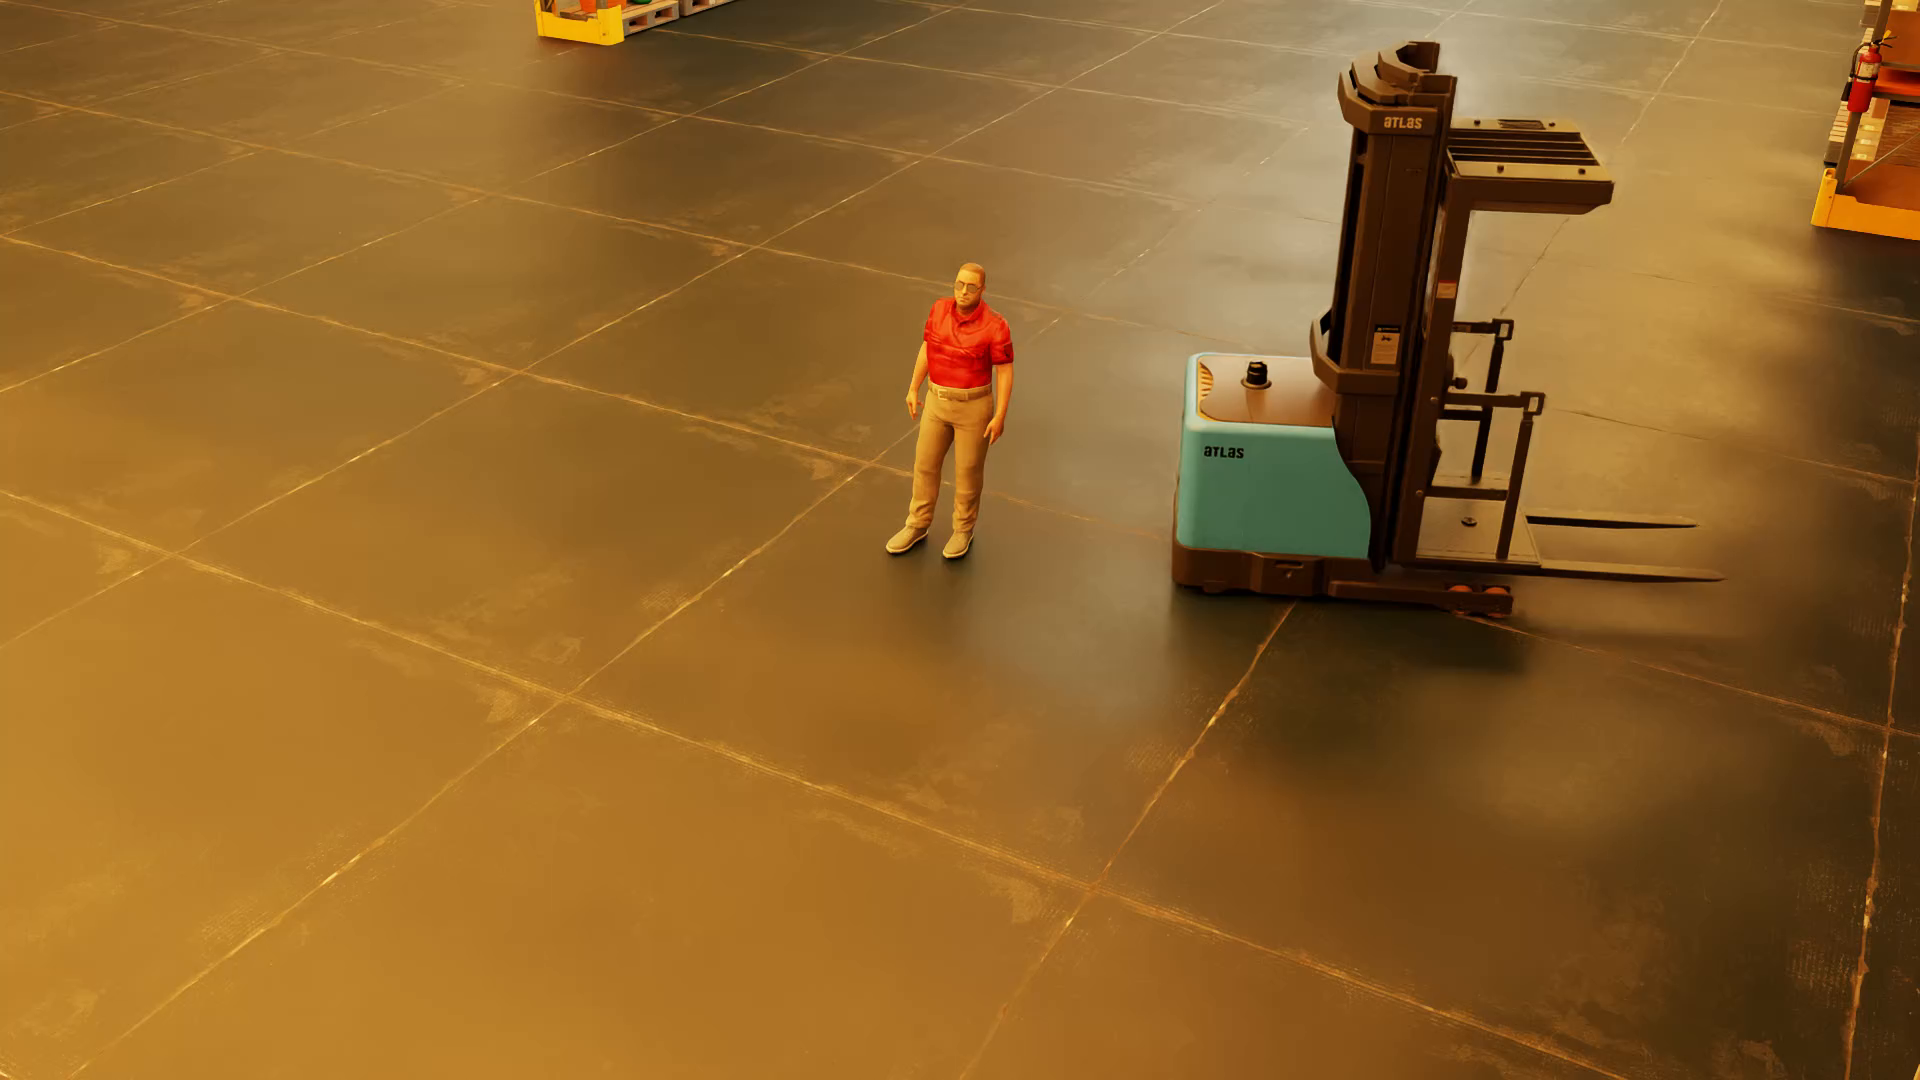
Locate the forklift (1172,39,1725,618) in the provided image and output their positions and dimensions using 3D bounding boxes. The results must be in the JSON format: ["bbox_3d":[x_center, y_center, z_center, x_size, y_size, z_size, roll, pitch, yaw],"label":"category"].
[{"bbox_3d":[2.766,-1.120,9.012,3.031,2.935,1.130,4,30,6],"label":"forklift"}]

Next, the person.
[{"bbox_3d":[-0.053,-0.719,9.503,0.641,1.727,0.550,15,33,25],"label":"person"}]
